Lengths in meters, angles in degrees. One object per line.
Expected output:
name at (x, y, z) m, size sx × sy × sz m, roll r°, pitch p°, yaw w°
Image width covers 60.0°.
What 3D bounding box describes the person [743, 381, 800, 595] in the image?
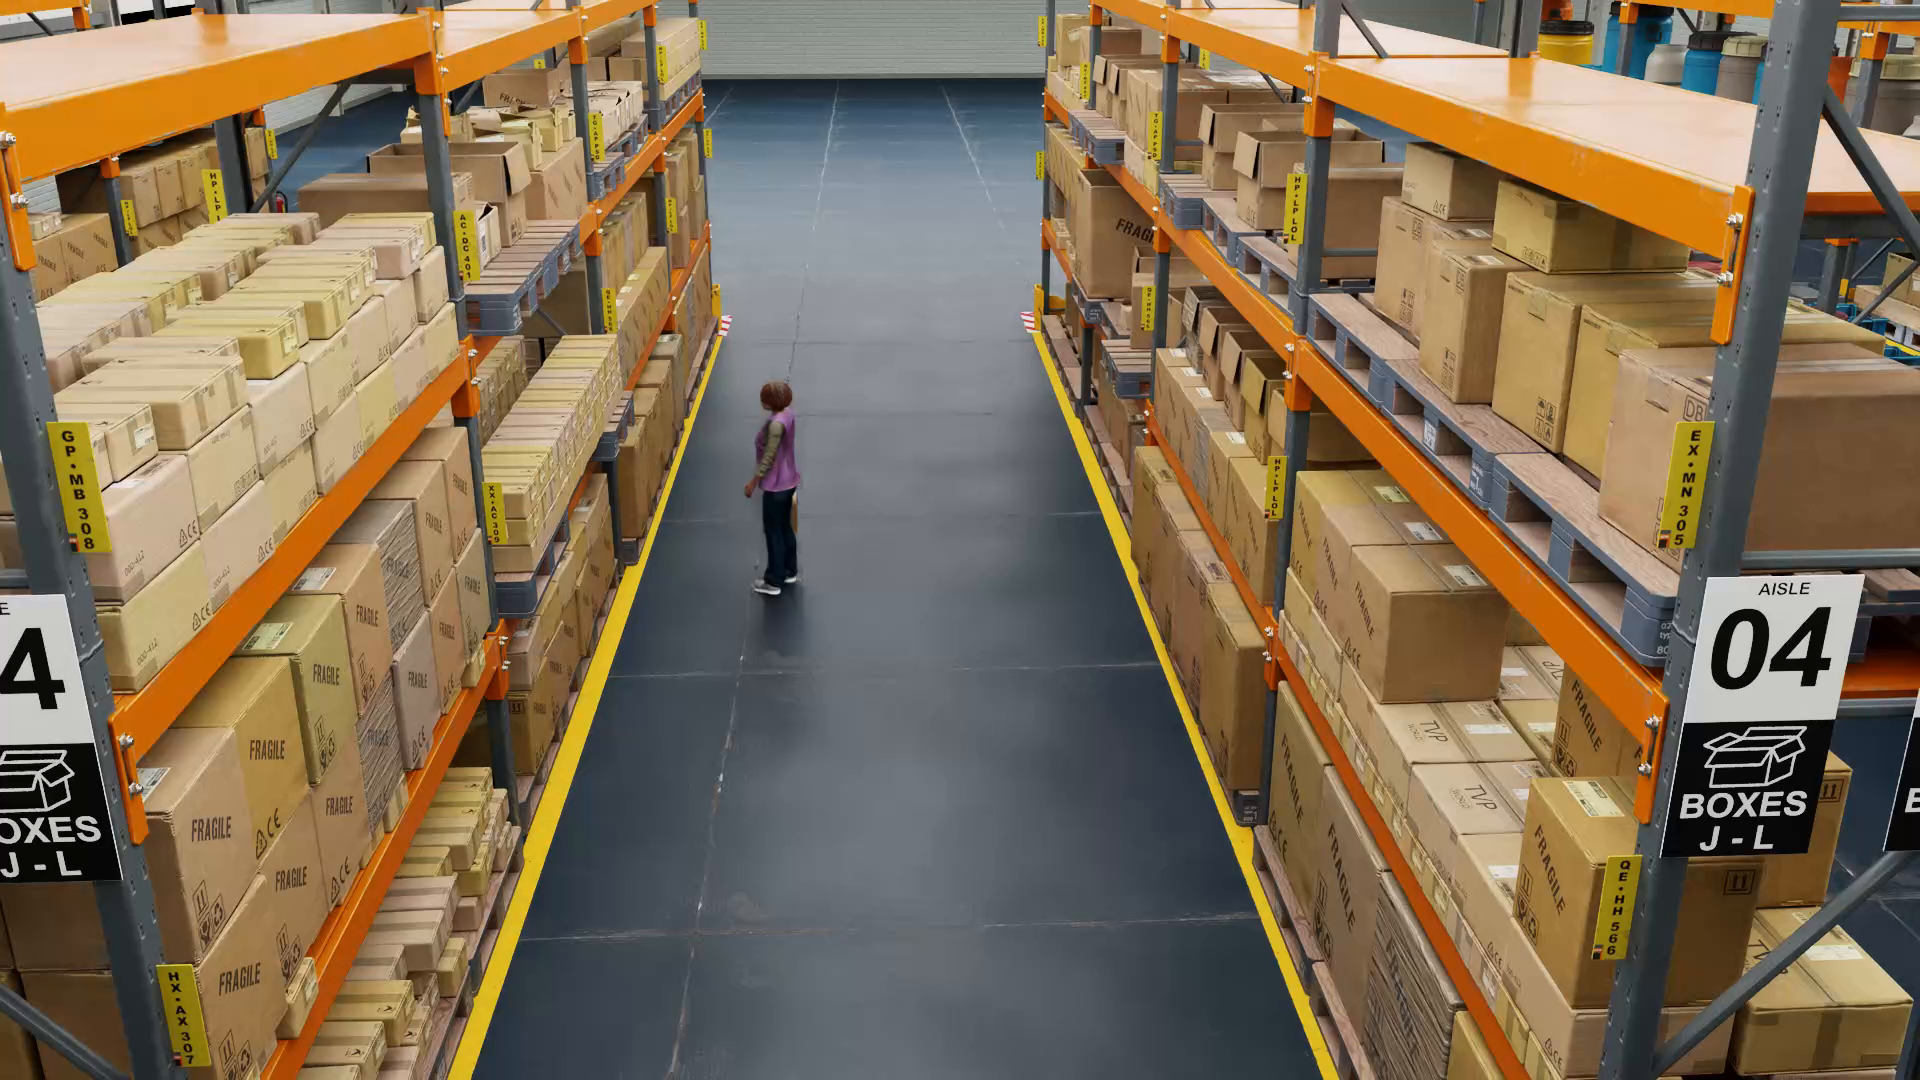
person at (-1.352, -0.398, 12.087) m, size 0.396 × 1.606 × 0.477 m, roll 3°, pitch 21°, yaw 7°
